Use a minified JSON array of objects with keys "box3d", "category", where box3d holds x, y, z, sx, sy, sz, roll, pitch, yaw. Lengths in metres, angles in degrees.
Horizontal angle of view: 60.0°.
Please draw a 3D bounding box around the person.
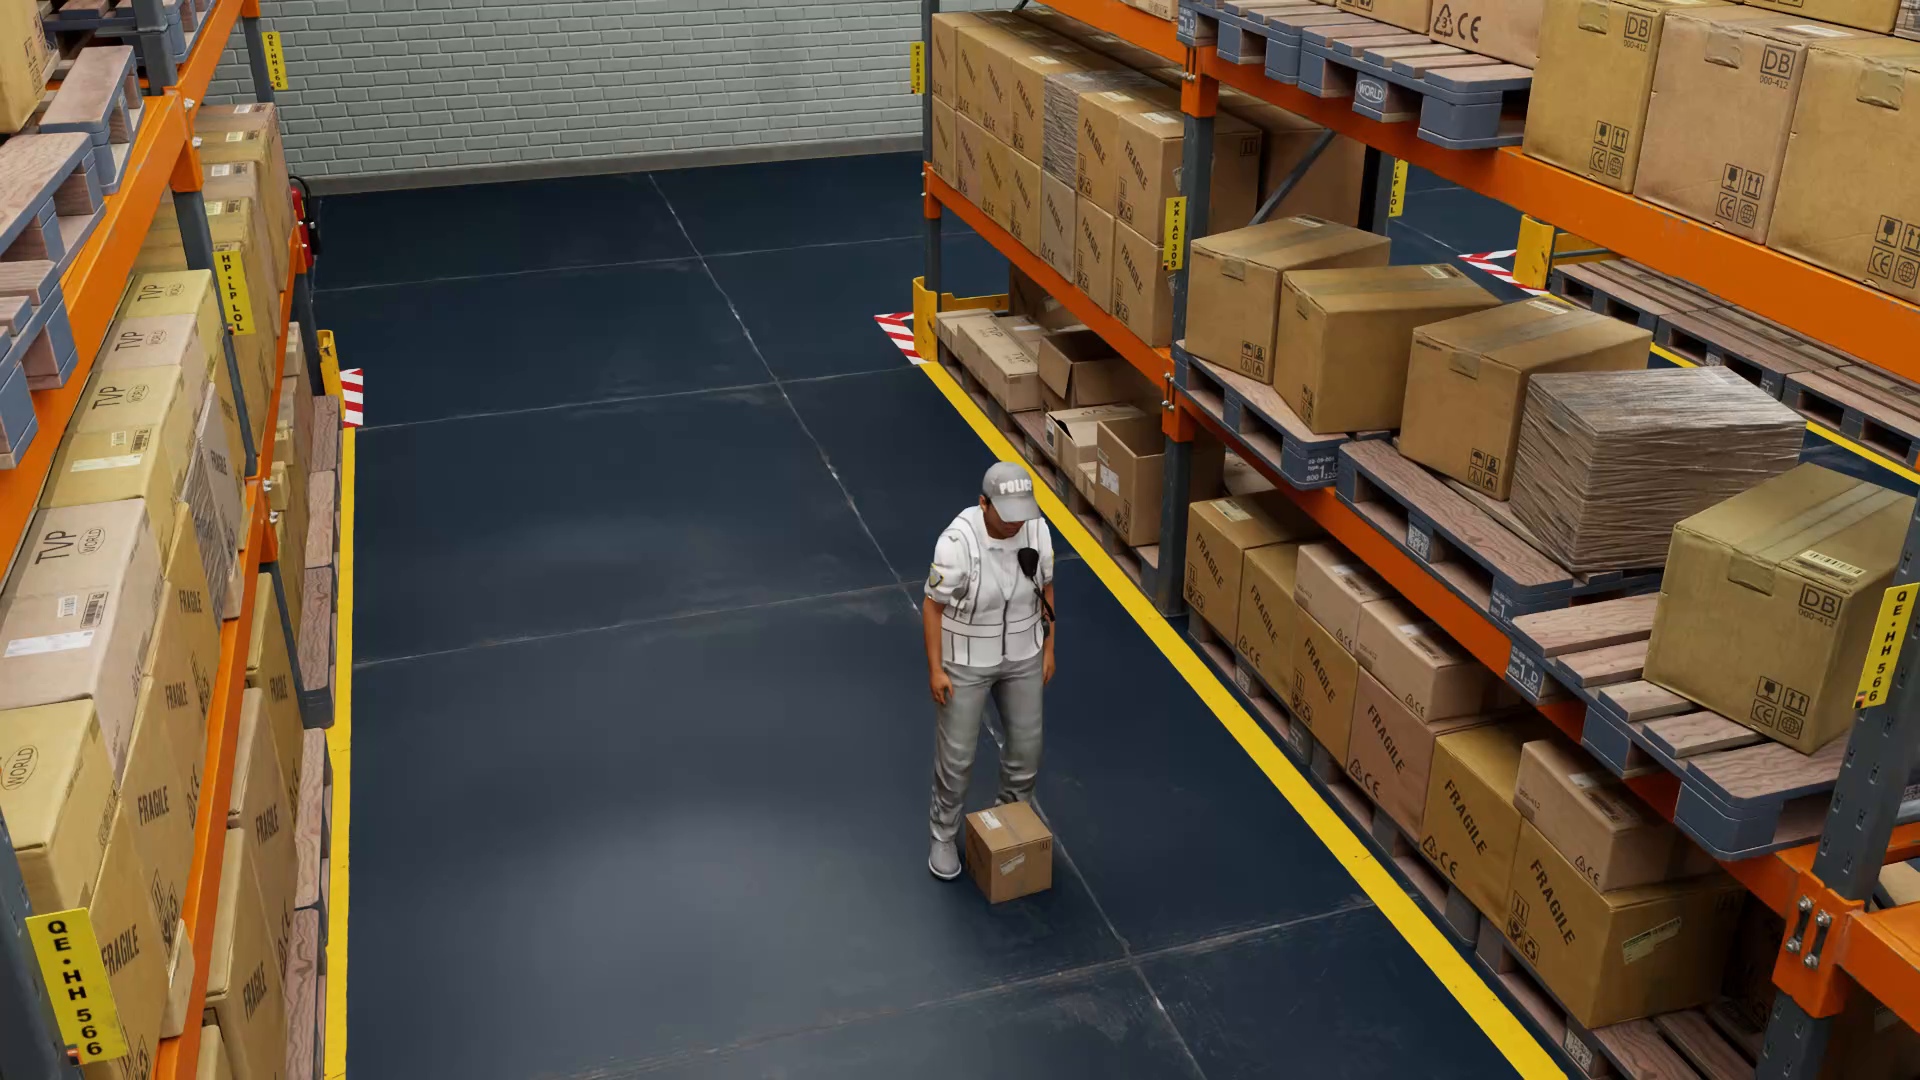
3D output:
[{"box3d":[0.125,0.431,6.168,0.524,1.600,0.469,-8,28,-16],"category":"person"}]
